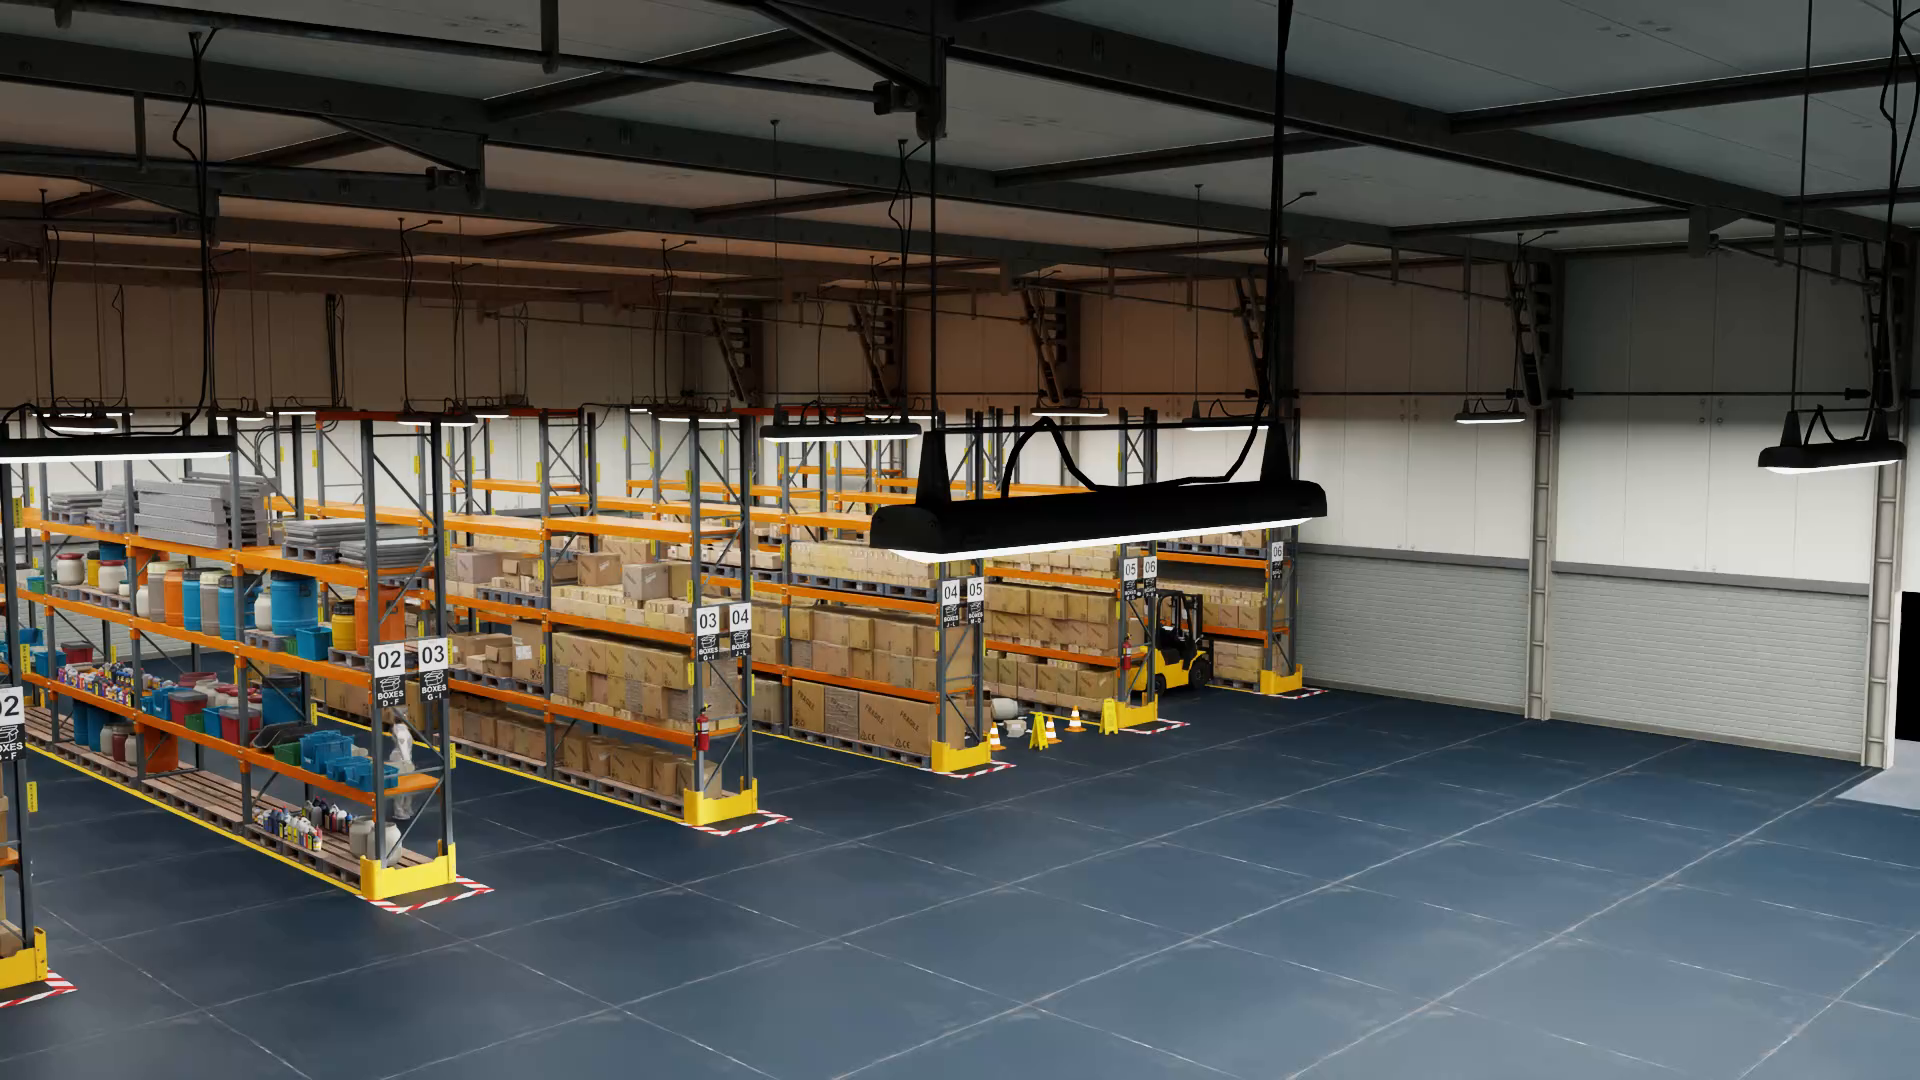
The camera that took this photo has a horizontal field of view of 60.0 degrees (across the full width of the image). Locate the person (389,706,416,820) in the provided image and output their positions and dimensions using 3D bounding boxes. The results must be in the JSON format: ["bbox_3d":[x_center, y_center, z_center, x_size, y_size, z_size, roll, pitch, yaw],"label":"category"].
[{"bbox_3d":[-8.270,3.336,24.731,0.444,1.734,0.508,0,5,1],"label":"person"}]

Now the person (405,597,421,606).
[{"bbox_3d":[-13.264,1.962,40.517,0.516,1.597,0.473,-3,6,-33],"label":"person"}]
